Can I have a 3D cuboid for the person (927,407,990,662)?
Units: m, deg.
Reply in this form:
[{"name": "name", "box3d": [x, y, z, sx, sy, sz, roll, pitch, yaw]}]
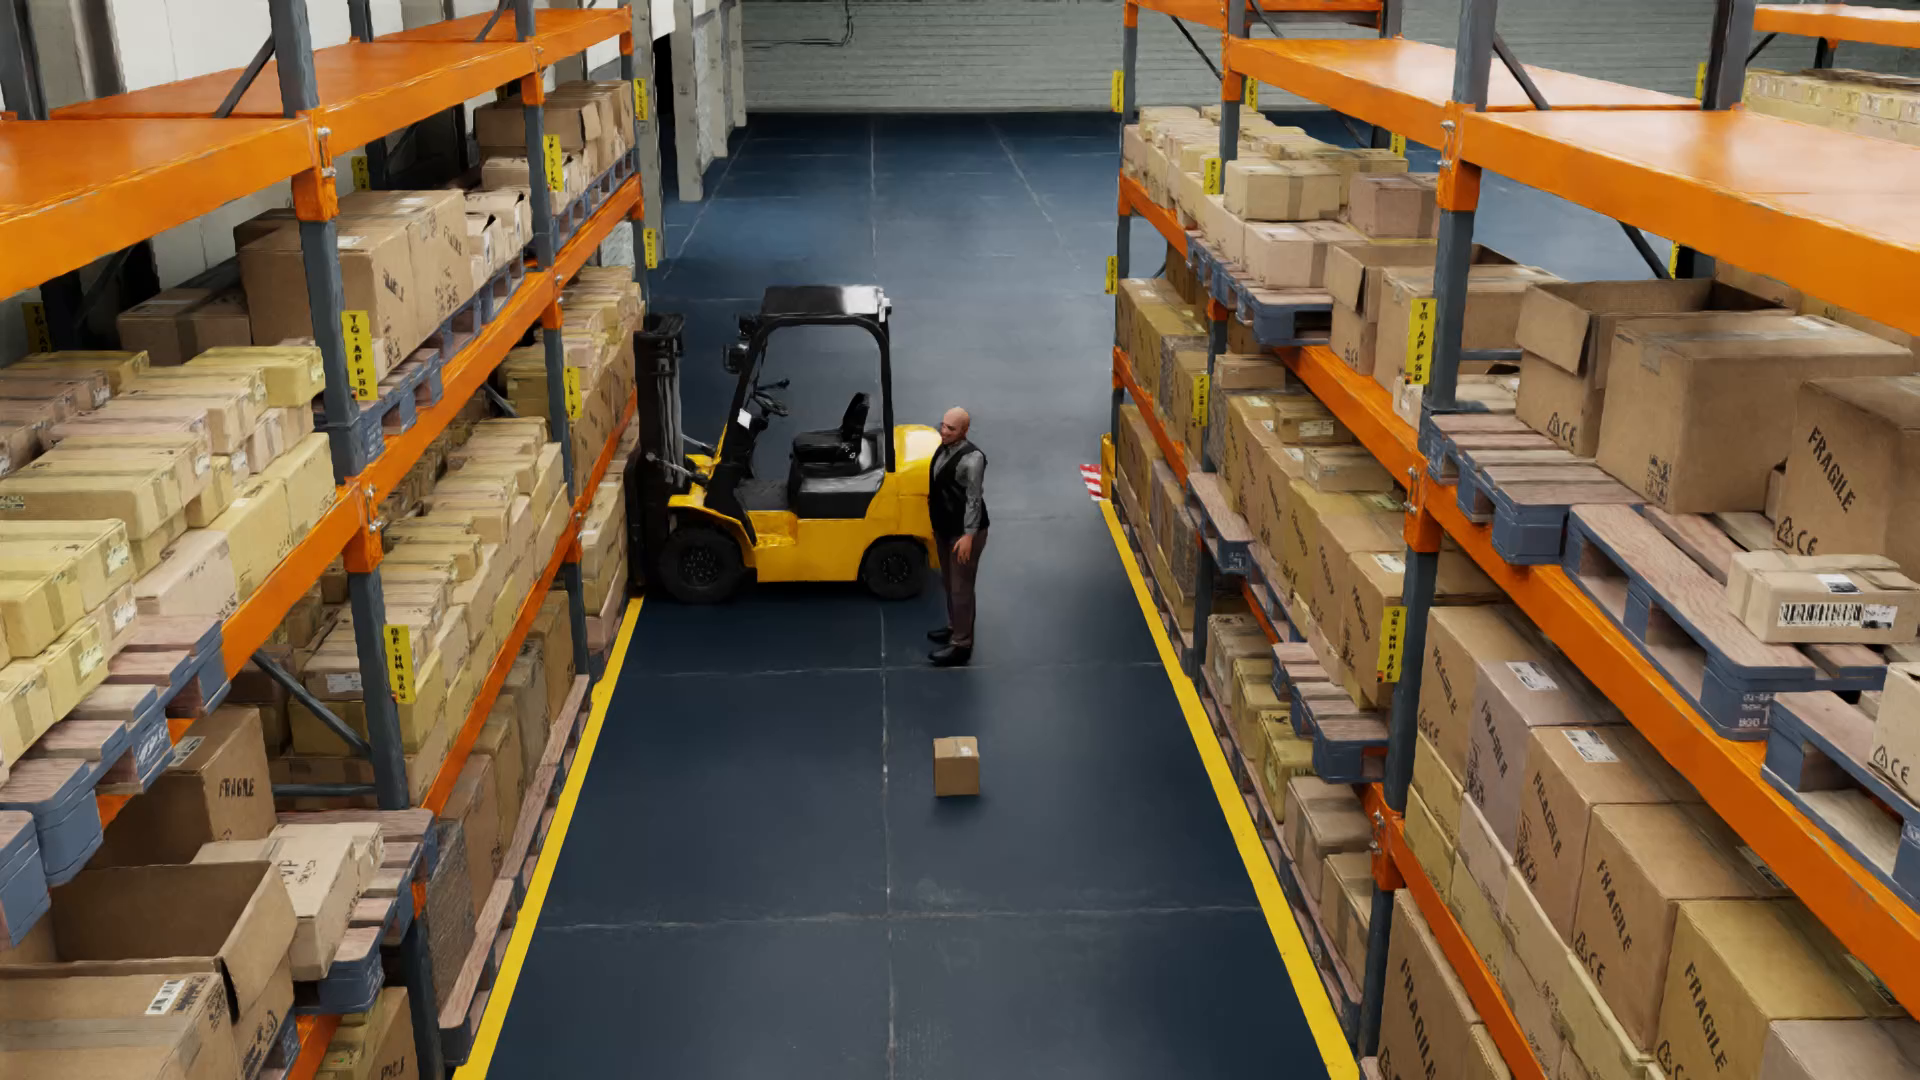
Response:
[{"name": "person", "box3d": [-0.069, -0.047, 11.160, 0.470, 1.730, 0.588, -10, 23, -25]}]
